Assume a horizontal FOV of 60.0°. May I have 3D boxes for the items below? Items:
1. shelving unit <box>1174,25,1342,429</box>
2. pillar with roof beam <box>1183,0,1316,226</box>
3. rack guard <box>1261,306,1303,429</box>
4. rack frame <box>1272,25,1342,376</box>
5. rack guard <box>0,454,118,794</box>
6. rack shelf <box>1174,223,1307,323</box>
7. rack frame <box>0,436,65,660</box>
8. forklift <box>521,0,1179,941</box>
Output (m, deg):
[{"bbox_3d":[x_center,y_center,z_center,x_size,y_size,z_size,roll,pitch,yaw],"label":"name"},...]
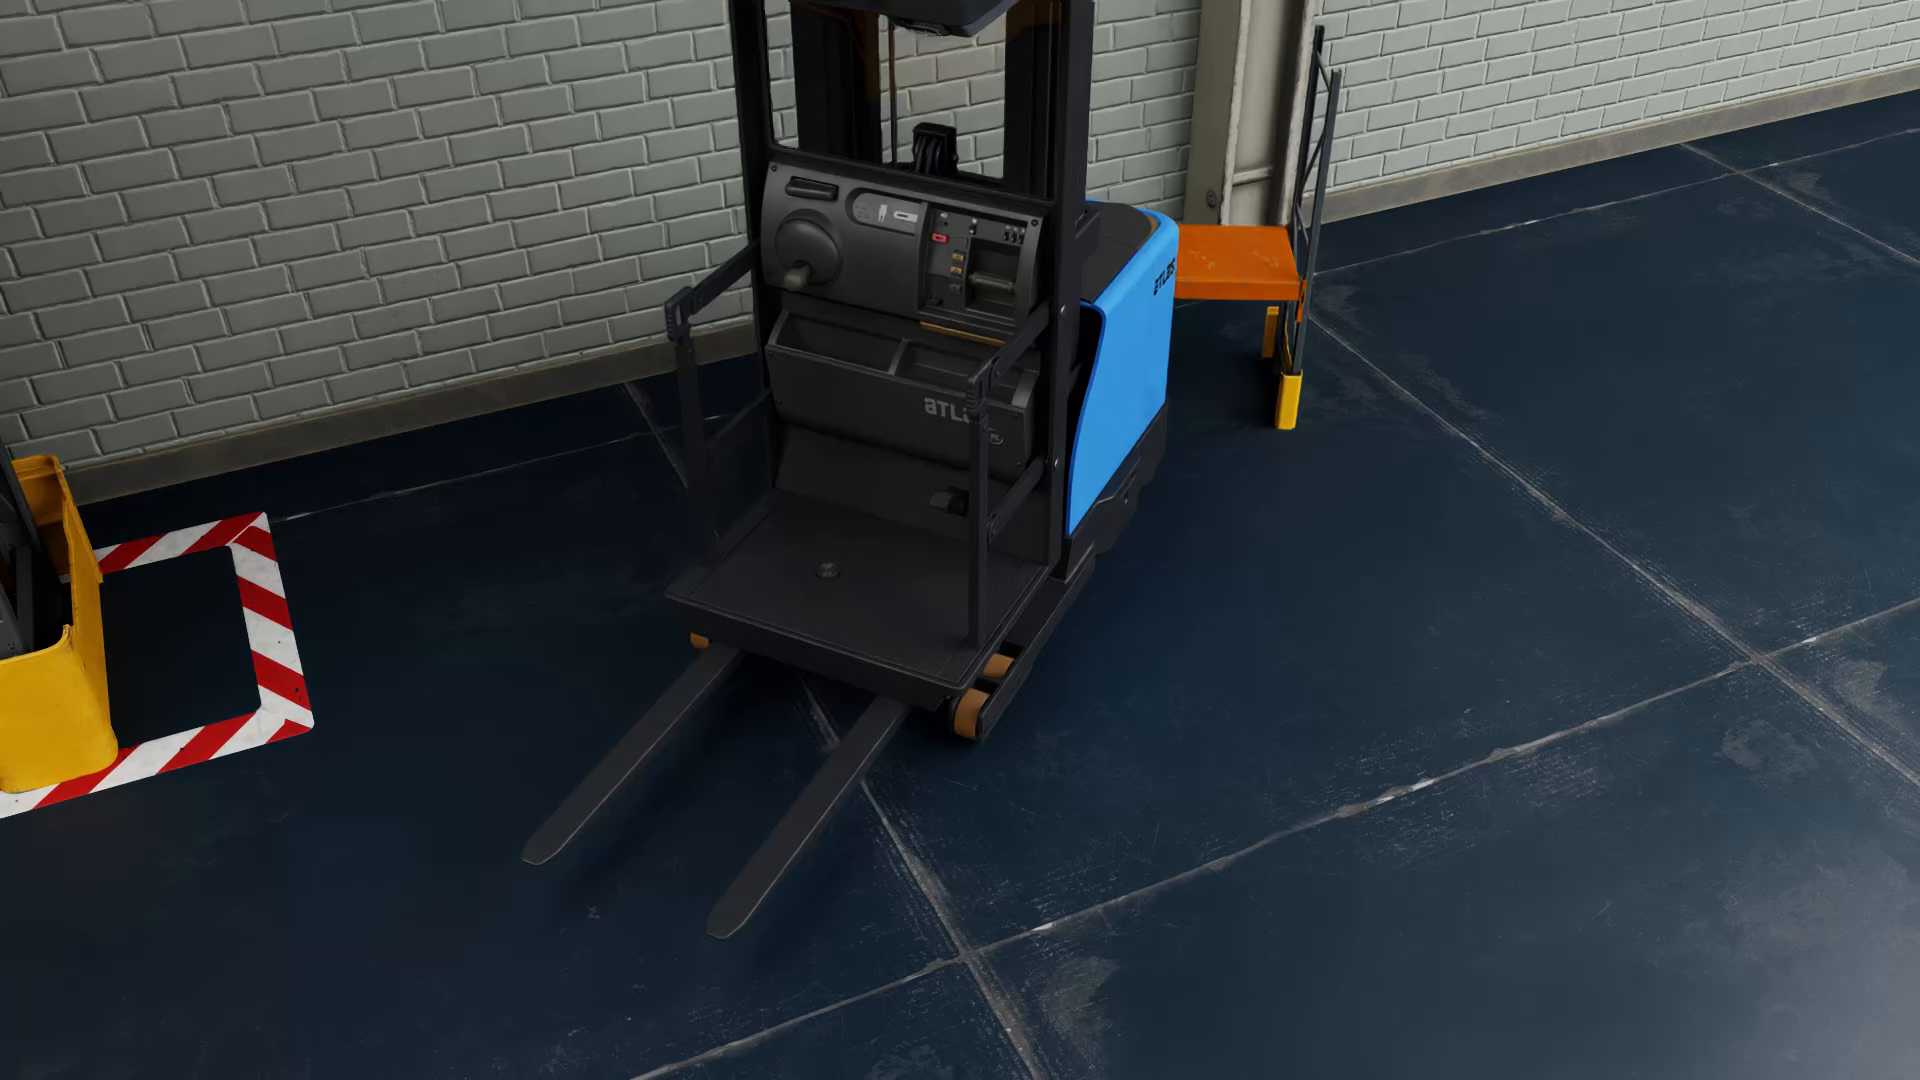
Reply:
[{"bbox_3d":[0.859,-1.248,6.674,1.083,1.500,0.587,1,37,2],"label":"shelving unit"},{"bbox_3d":[3.150,-2.669,2.294,0.400,9.000,9.100,-16,39,-20],"label":"pillar with roof beam"},{"bbox_3d":[1.357,-0.734,7.030,0.087,0.250,0.587,1,37,2],"label":"rack guard"},{"bbox_3d":[1.376,-1.236,6.657,0.032,1.500,0.500,1,37,2],"label":"rack frame"},{"bbox_3d":[-3.075,0.246,5.499,0.348,0.500,1.175,-16,39,-20],"label":"rack guard"},{"bbox_3d":[0.868,-1.104,6.781,1.000,0.185,0.538,1,37,2],"label":"rack shelf"},{"bbox_3d":[-3.097,-0.752,4.746,0.127,3.000,1.000,-16,39,-20],"label":"rack frame"},{"bbox_3d":[-0.279,-0.829,4.908,1.130,2.935,3.031,16,39,20],"label":"forklift"}]
